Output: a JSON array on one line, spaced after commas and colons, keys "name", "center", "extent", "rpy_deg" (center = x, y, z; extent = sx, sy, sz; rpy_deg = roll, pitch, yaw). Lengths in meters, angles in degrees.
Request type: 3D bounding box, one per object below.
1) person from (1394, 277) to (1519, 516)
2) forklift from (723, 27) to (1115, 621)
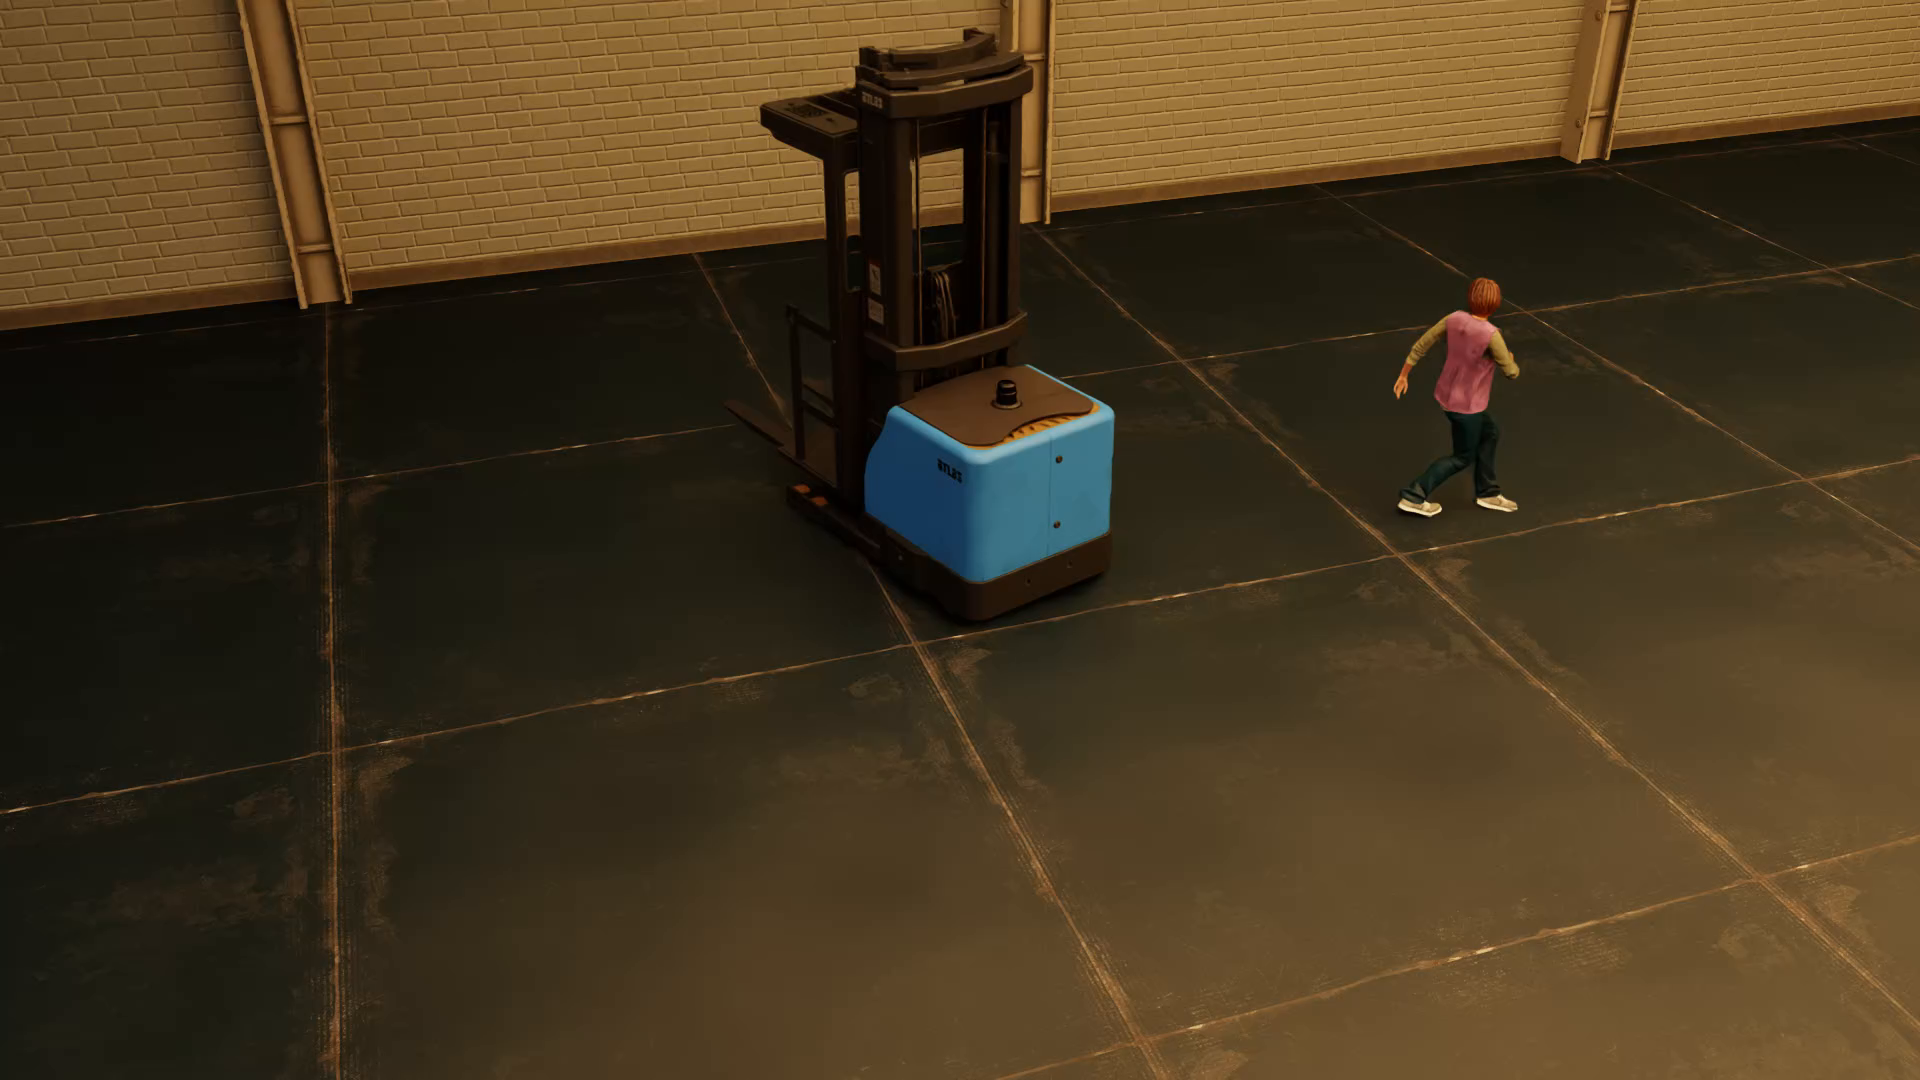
[{"name": "person", "center": [3.056, -0.842, 9.983], "extent": [0.838, 1.535, 0.433], "rpy_deg": [-5, 30, -9]}, {"name": "forklift", "center": [-0.420, -1.504, 9.701], "extent": [1.130, 2.935, 3.031], "rpy_deg": [-21, 36, -32]}]
